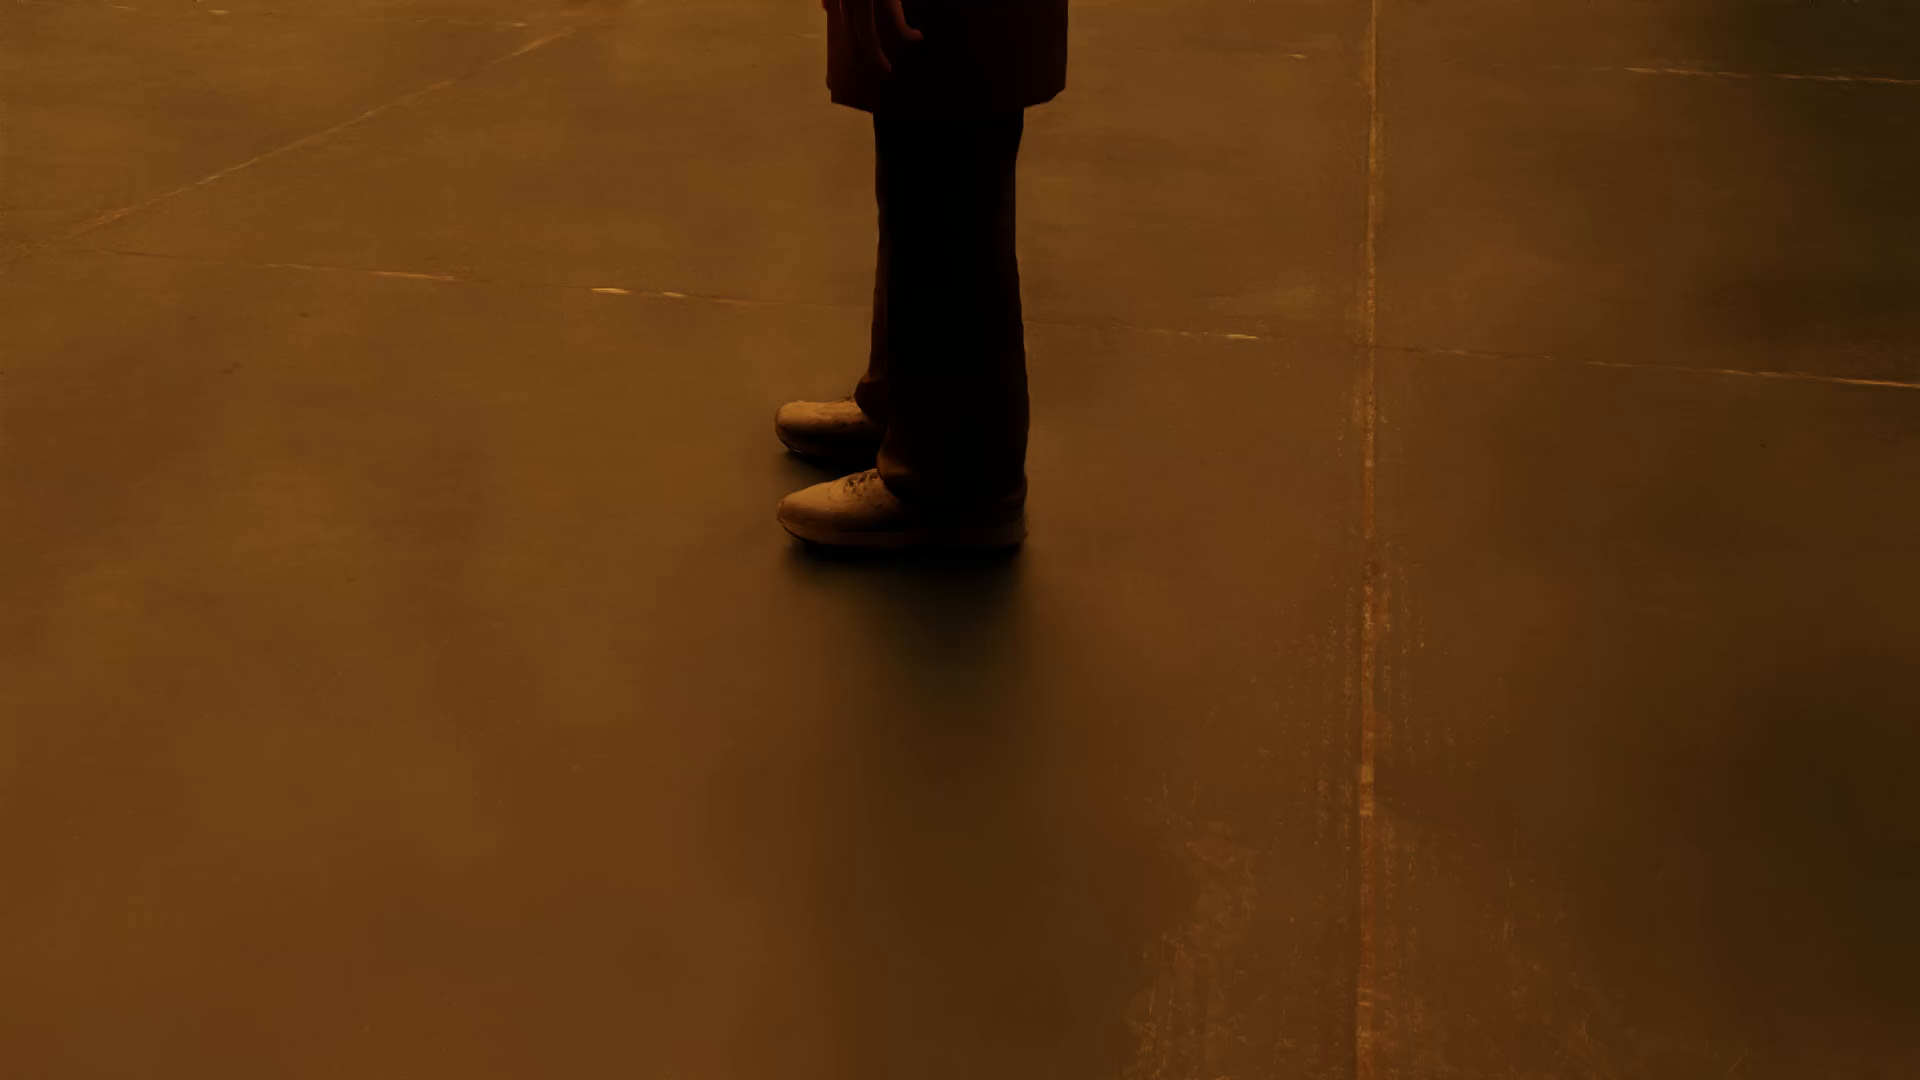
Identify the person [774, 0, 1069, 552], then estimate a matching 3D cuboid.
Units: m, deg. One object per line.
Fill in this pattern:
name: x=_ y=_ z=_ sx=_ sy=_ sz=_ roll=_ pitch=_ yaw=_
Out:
person: x=-0.088 y=-0.811 z=2.118 sx=0.580 sy=1.776 sz=0.694 roll=6 pitch=27 yaw=11
